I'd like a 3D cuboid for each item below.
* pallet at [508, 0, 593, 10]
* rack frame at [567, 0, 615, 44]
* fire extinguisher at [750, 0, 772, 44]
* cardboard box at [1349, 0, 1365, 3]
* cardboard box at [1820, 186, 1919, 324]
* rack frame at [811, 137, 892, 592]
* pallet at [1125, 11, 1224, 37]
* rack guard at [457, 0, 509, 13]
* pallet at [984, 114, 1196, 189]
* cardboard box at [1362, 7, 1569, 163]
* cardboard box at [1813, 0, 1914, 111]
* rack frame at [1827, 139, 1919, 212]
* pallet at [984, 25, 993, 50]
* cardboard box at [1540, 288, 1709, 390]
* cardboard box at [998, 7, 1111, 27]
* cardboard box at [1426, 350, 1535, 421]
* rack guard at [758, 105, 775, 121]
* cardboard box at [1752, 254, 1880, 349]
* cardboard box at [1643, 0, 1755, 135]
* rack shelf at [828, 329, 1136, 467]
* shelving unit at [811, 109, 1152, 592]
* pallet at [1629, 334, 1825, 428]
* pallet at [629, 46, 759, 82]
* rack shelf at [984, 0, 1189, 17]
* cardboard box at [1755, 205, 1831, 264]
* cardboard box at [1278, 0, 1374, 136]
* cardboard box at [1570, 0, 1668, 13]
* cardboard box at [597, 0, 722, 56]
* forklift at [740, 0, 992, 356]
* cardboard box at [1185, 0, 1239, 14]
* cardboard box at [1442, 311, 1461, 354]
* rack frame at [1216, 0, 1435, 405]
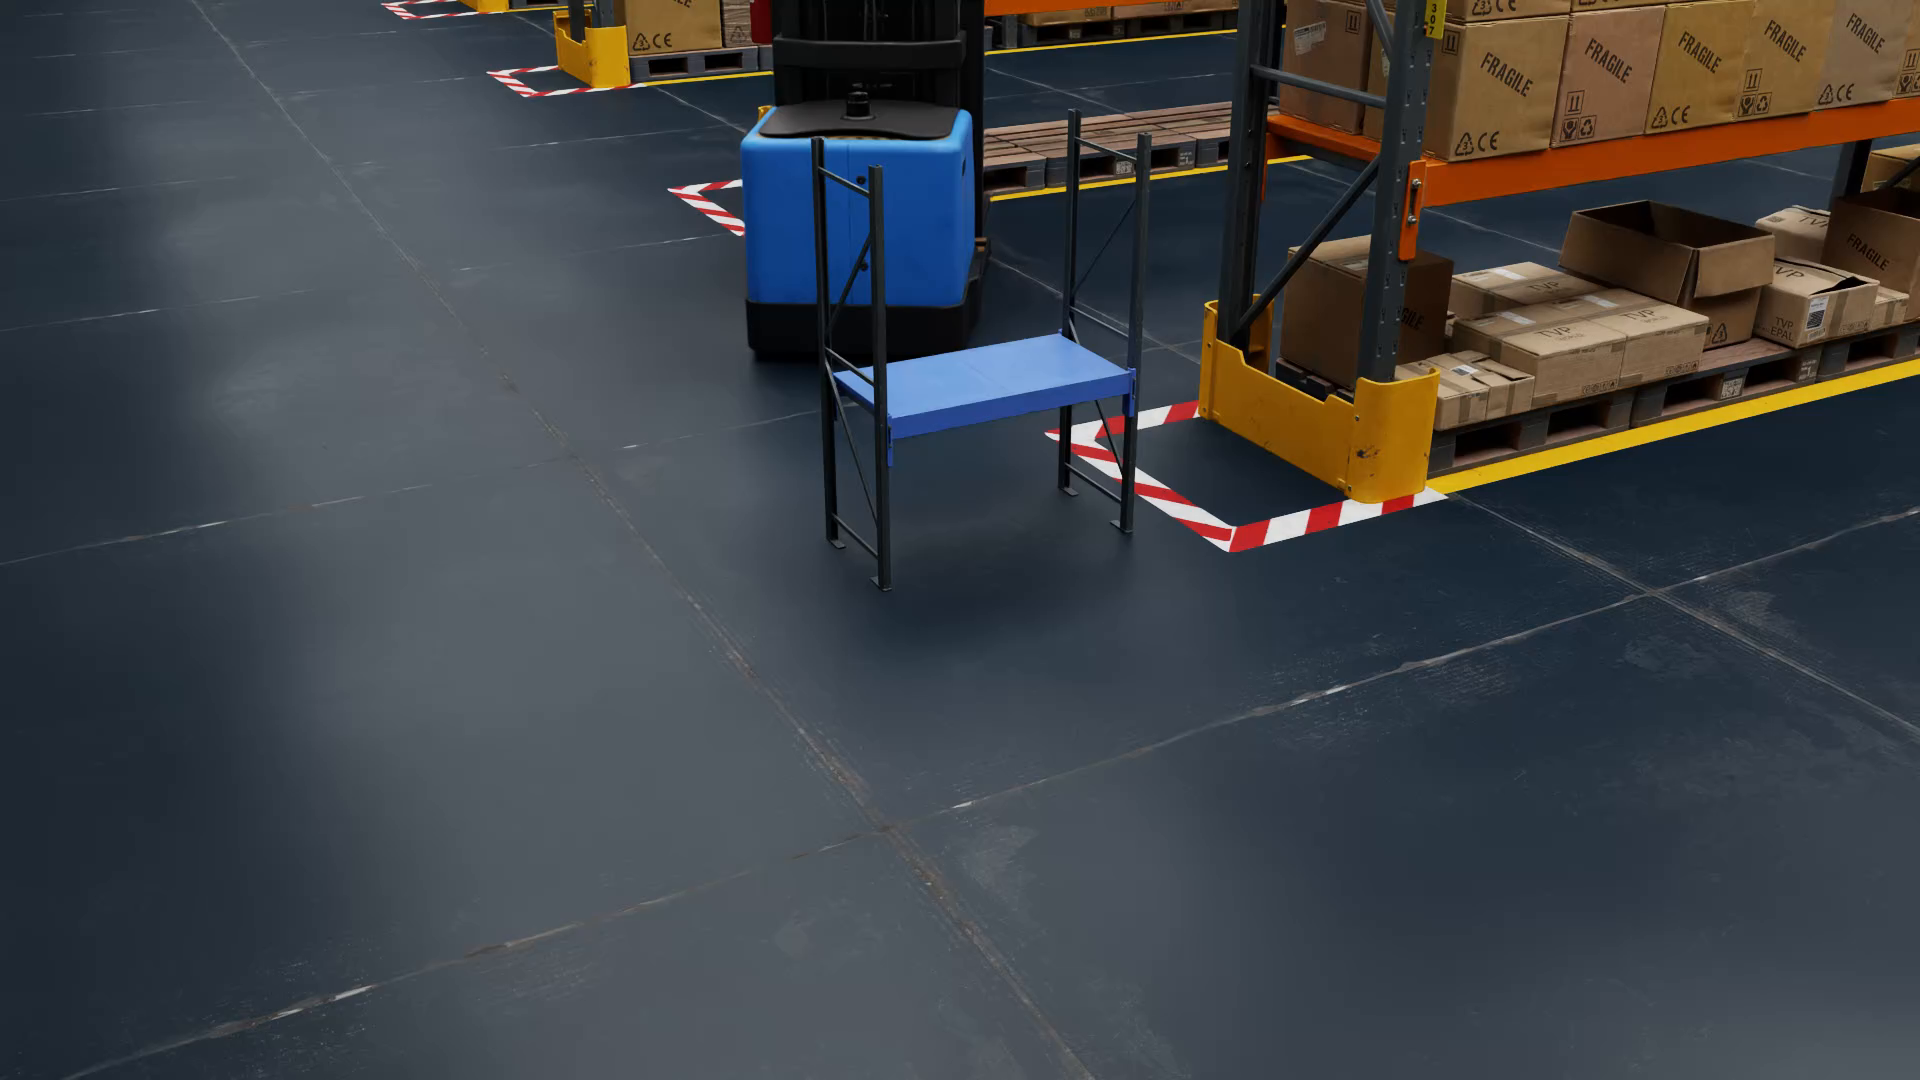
[{"bbox_3d":[-4.704,-6.336,19.202,1.213,0.211,1.003,-13,29,-25],"label":"pallet"},{"bbox_3d":[-3.259,-5.510,14.261,0.127,3.000,1.000,-13,29,-25],"label":"rack frame"},{"bbox_3d":[-1.276,-3.559,10.717,0.183,0.674,0.296,-13,29,-25],"label":"fire extinguisher"},{"bbox_3d":[1.662,-2.418,6.549,0.500,0.500,0.500,-13,29,-26],"label":"cardboard box"},{"bbox_3d":[4.559,-1.388,8.055,0.500,0.500,0.500,-13,29,-25],"label":"cardboard box"},{"bbox_3d":[-0.373,-0.590,5.746,0.032,1.500,0.500,-13,29,-25],"label":"rack frame"},{"bbox_3d":[1.993,-5.504,17.470,1.213,0.211,1.003,-13,29,-25],"label":"pallet"},{"bbox_3d":[-5.437,-6.314,18.823,0.348,0.500,1.175,-13,29,-25],"label":"rack guard"},{"bbox_3d":[0.892,-2.762,11.758,1.213,0.211,1.003,-13,29,-25],"label":"pallet"},{"bbox_3d":[1.915,-1.761,6.337,0.500,0.500,0.500,-12,28,-24],"label":"cardboard box"},{"bbox_3d":[3.702,-2.175,7.199,0.500,0.500,0.500,-12,28,-24],"label":"cardboard box"},{"bbox_3d":[4.928,-2.541,8.077,0.127,3.000,1.000,-13,29,-25],"label":"rack frame"},{"bbox_3d":[-0.438,-4.943,16.301,1.213,0.211,1.003,-13,29,-25],"label":"pallet"},{"bbox_3d":[2.895,-0.891,7.309,0.500,0.250,0.500,-13,29,-25],"label":"cardboard box"},{"bbox_3d":[0.825,-5.695,16.615,0.875,0.875,1.225,-13,29,-25],"label":"cardboard box"},{"bbox_3d":[2.151,-0.652,6.908,0.250,0.166,0.380,-13,29,-25],"label":"cardboard box"},{"bbox_3d":[-0.944,-2.482,10.842,0.348,0.500,1.175,-13,29,-25],"label":"rack guard"},{"bbox_3d":[3.897,-1.150,7.778,0.500,0.311,0.500,-13,29,-25],"label":"cardboard box"},{"bbox_3d":[2.811,-1.969,6.770,0.500,0.500,0.500,-13,29,-25],"label":"cardboard box"},{"bbox_3d":[0.075,-0.531,6.039,1.000,0.185,0.538,-13,29,-25],"label":"rack shelf"},{"bbox_3d":[0.075,-0.693,5.962,1.048,1.500,0.538,-13,29,-25],"label":"shelving unit"},{"bbox_3d":[3.244,-0.894,7.869,1.213,0.211,1.003,-13,29,-25],"label":"pallet"},{"bbox_3d":[-2.591,-4.446,15.266,1.213,0.211,1.003,-13,29,-25],"label":"pallet"},{"bbox_3d":[0.836,-3.702,11.326,4.000,0.370,1.077,-13,29,-25],"label":"rack shelf"},{"bbox_3d":[4.456,-1.524,8.557,0.500,0.311,0.500,-13,29,-25],"label":"cardboard box"},{"bbox_3d":[1.666,-1.967,6.765,0.500,0.500,0.500,-12,28,-24],"label":"cardboard box"},{"bbox_3d":[2.372,-2.321,6.348,0.500,0.500,0.500,-13,28,-25],"label":"cardboard box"},{"bbox_3d":[-2.732,-4.903,14.965,0.875,0.875,0.875,-13,29,-25],"label":"cardboard box"},{"bbox_3d":[-0.400,-2.798,8.692,1.130,2.935,3.031,2,26,4],"label":"forklift"},{"bbox_3d":[2.391,-6.060,17.376,0.875,0.875,1.225,-13,29,-25],"label":"cardboard box"},{"bbox_3d":[2.162,-0.900,7.425,0.250,0.166,0.380,-13,29,-25],"label":"cardboard box"},{"bbox_3d":[1.399,-1.726,6.380,0.127,3.000,1.000,-13,29,-25],"label":"rack frame"}]
